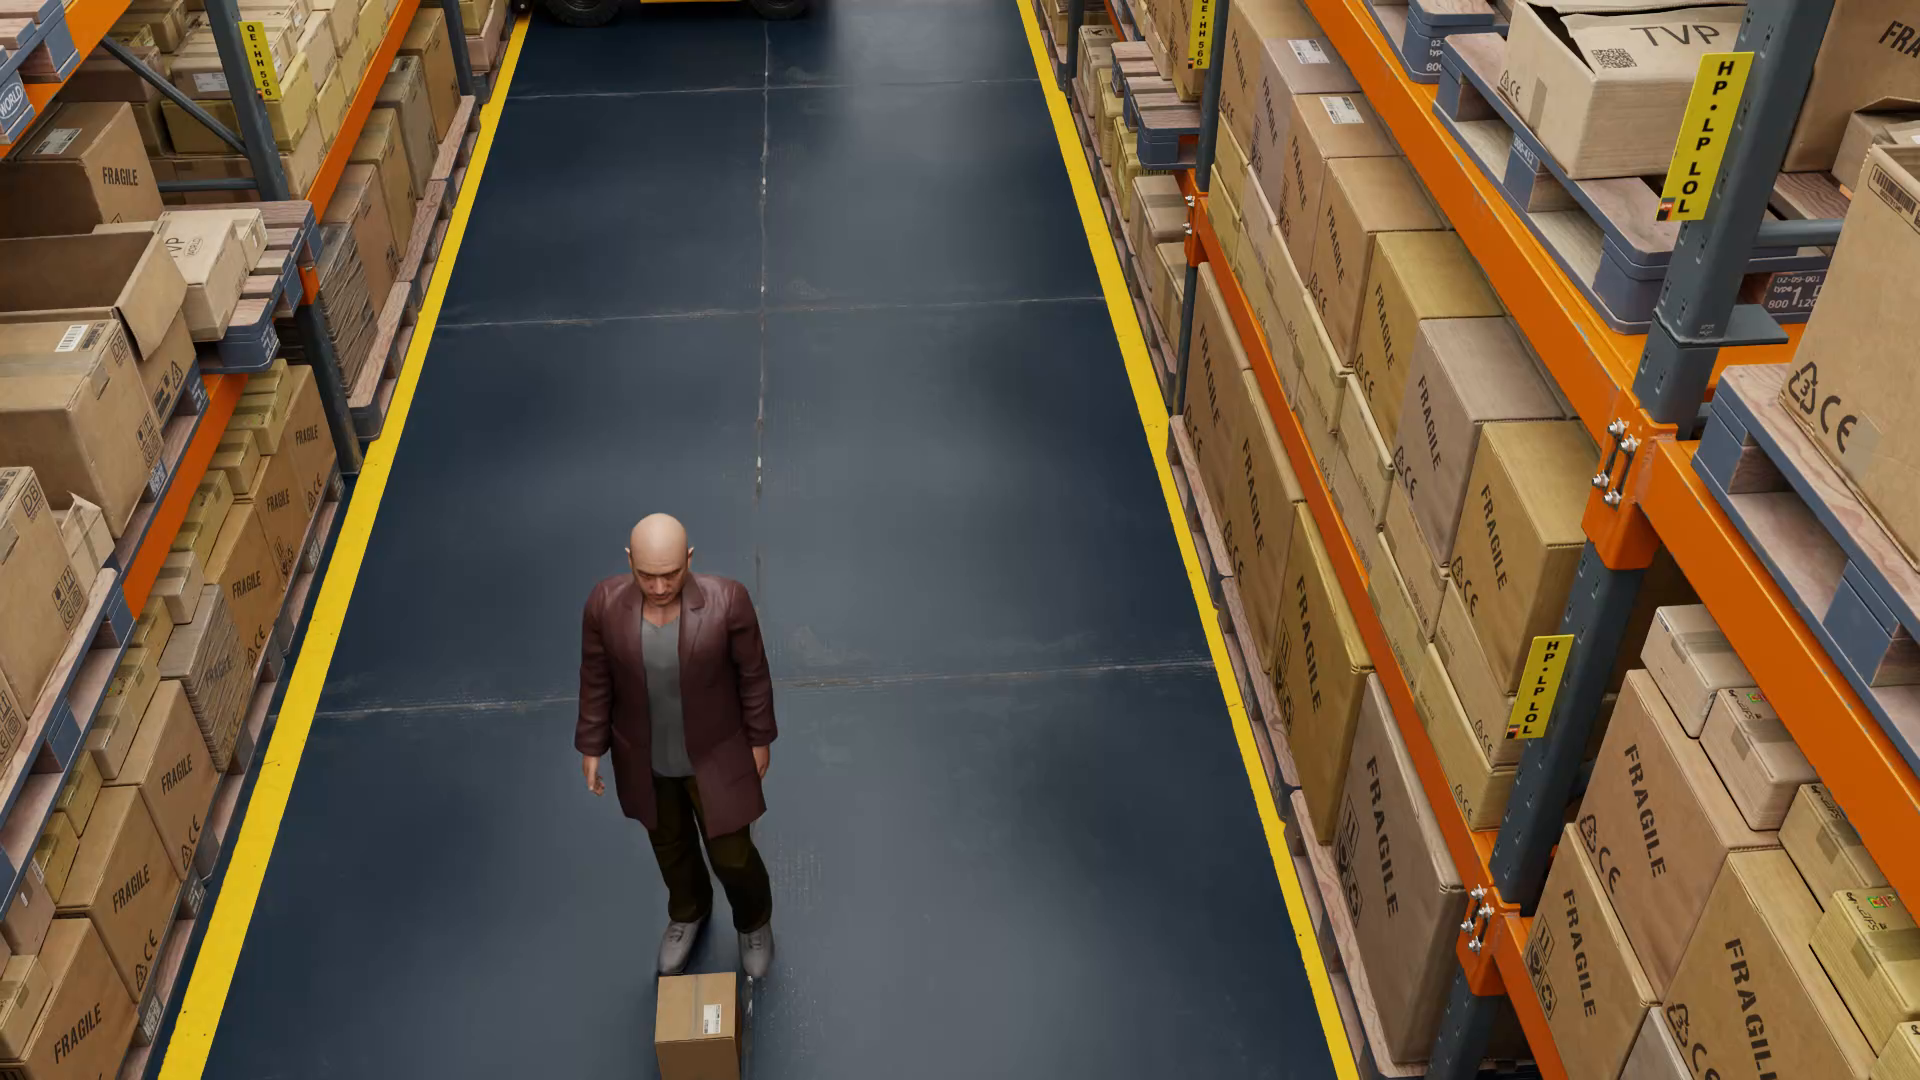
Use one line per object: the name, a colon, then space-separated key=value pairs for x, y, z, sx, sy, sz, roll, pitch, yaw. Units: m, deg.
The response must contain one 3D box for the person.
person: x=-0.911 y=0.699 z=5.305 sx=0.639 sy=1.817 sz=0.421 roll=3 pitch=39 yaw=4
